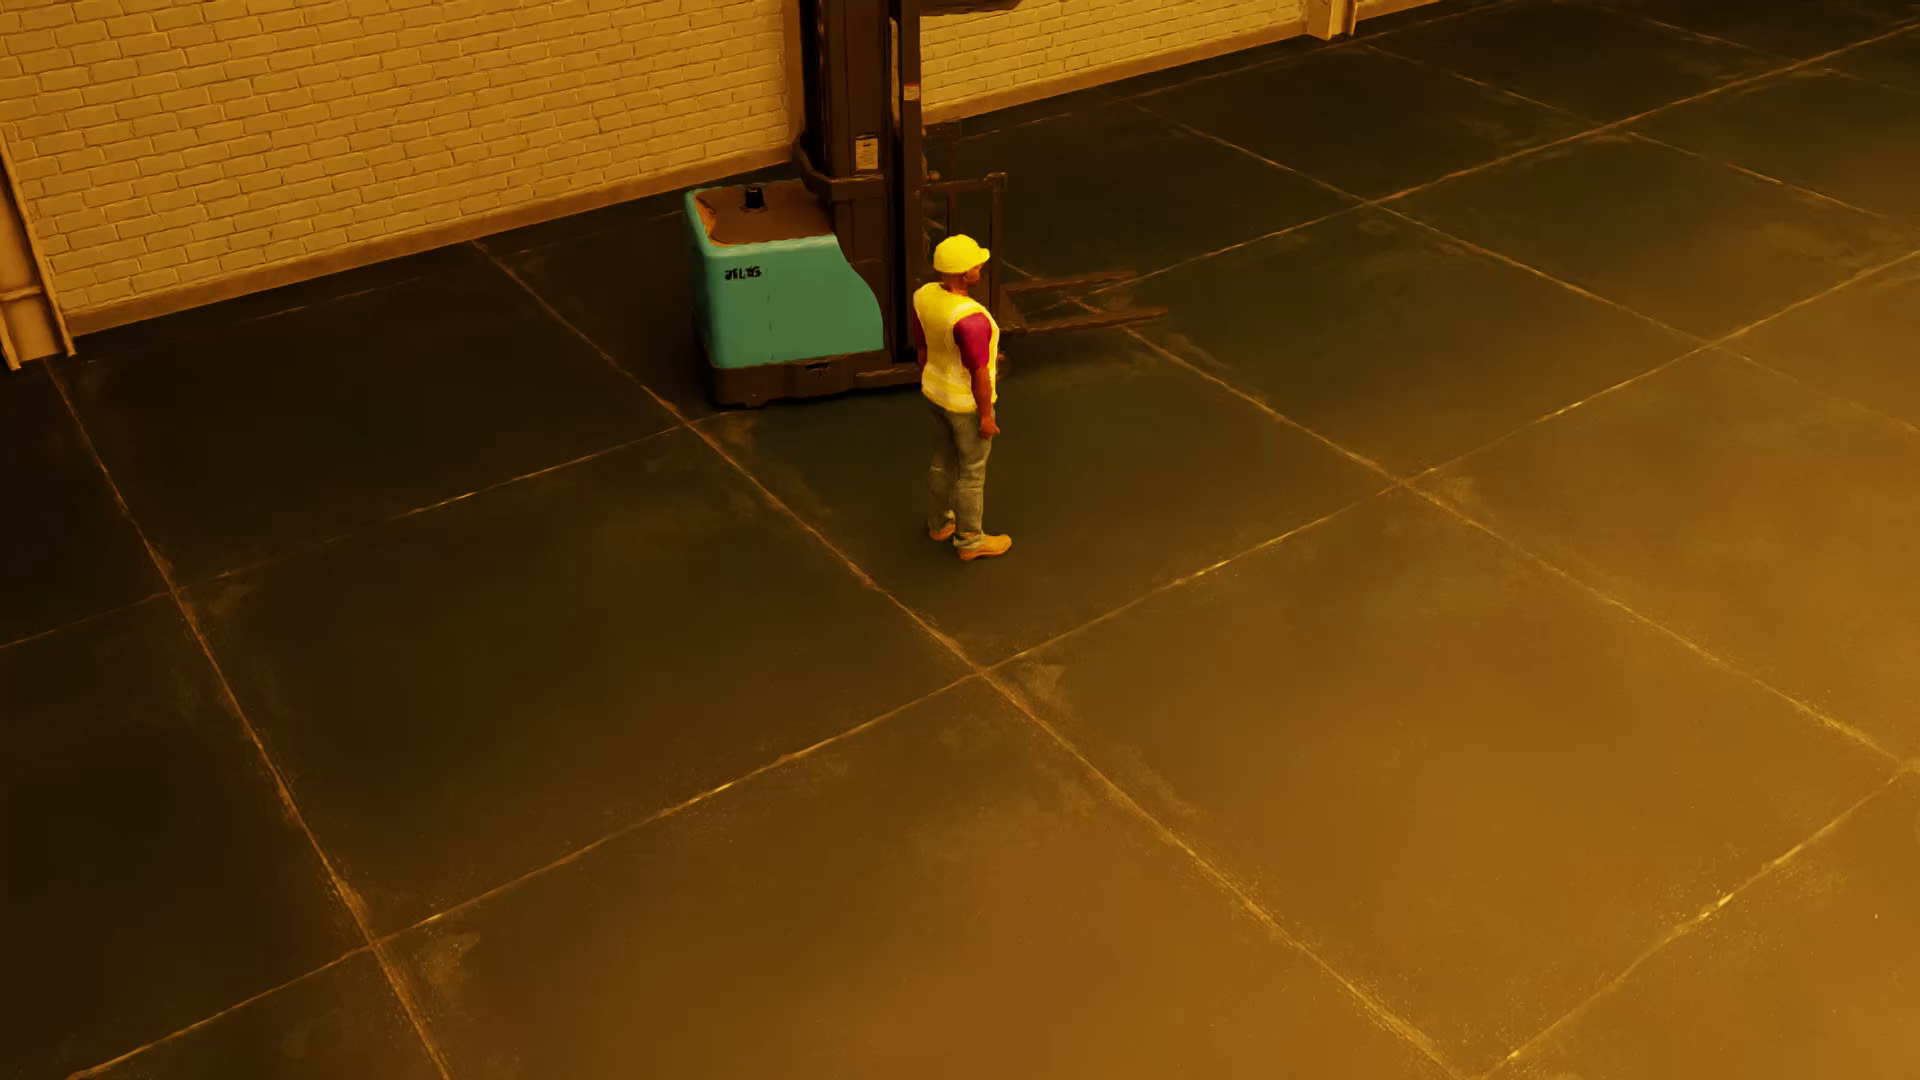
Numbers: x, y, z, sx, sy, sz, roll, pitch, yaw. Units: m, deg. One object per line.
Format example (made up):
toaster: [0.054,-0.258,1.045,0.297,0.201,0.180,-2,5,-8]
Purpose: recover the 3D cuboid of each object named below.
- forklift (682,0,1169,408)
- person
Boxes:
forklift: [-0.173,-2.484,10.134,3.031,2.935,1.130,-9,35,-13]
person: [0.010,-0.741,8.560,0.367,1.771,0.559,-22,39,-29]
